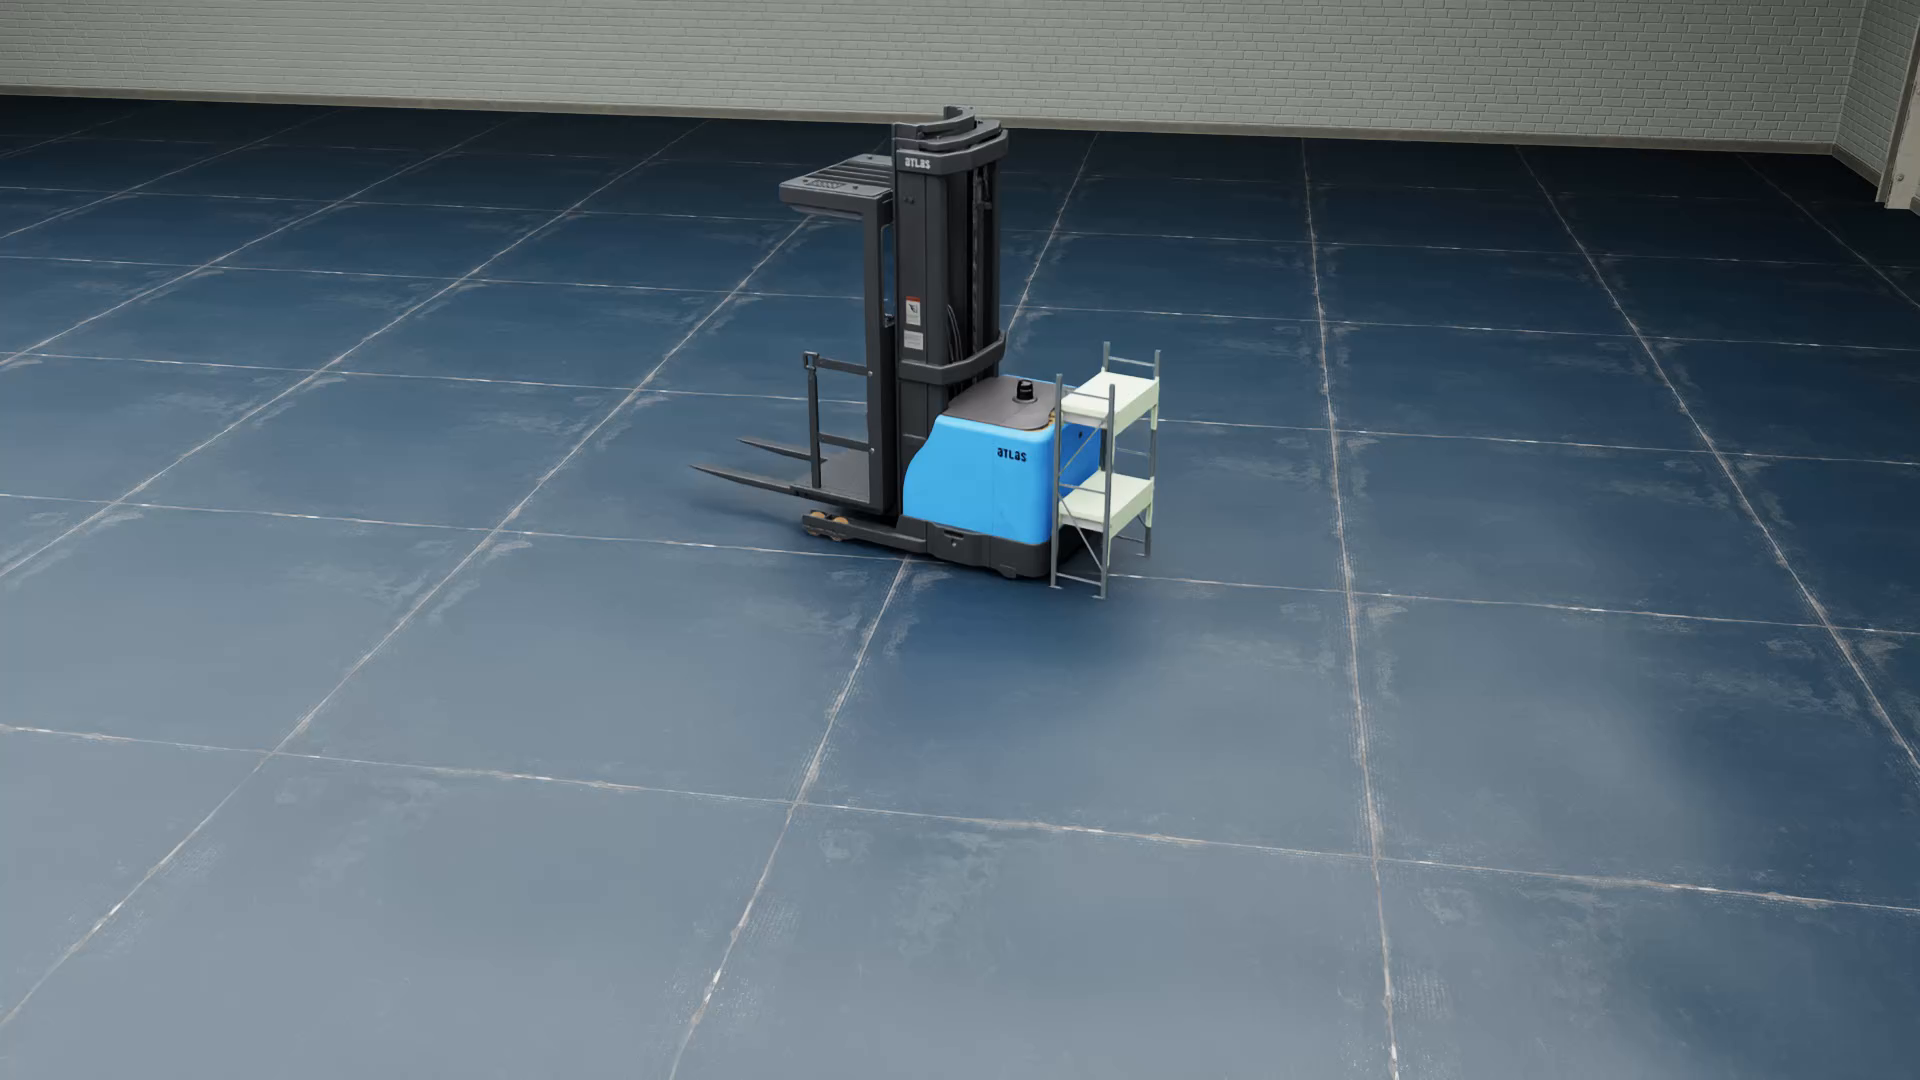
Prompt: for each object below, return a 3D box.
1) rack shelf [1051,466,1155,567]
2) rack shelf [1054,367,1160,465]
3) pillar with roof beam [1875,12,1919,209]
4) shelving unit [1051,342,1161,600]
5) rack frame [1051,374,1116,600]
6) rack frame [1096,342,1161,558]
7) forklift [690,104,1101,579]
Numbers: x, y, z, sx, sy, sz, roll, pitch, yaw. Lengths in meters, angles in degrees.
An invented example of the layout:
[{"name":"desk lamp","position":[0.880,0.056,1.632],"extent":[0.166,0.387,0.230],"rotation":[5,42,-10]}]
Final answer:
[{"name":"rack shelf","position":[0.963,-0.167,11.151],"extent":[0.431,0.370,0.720],"rotation":[13,28,26]},{"name":"rack shelf","position":[0.963,-0.816,10.847],"extent":[0.431,0.370,0.720],"rotation":[13,28,26]},{"name":"pillar with roof beam","position":[7.381,-8.548,19.442],"extent":[9.100,9.000,0.400],"rotation":[4,25,9]},{"name":"shelving unit","position":[0.963,-0.462,11.013],"extent":[0.431,1.500,0.755],"rotation":[13,28,26]},{"name":"rack frame","position":[0.787,-0.326,10.722],"extent":[0.400,1.500,0.023],"rotation":[13,28,26]},{"name":"rack frame","position":[1.139,-0.598,11.303],"extent":[0.400,1.500,0.023],"rotation":[13,28,26]},{"name":"forklift","position":[-0.540,-1.501,11.543],"extent":[3.031,2.935,1.130],"rotation":[13,28,26]}]
